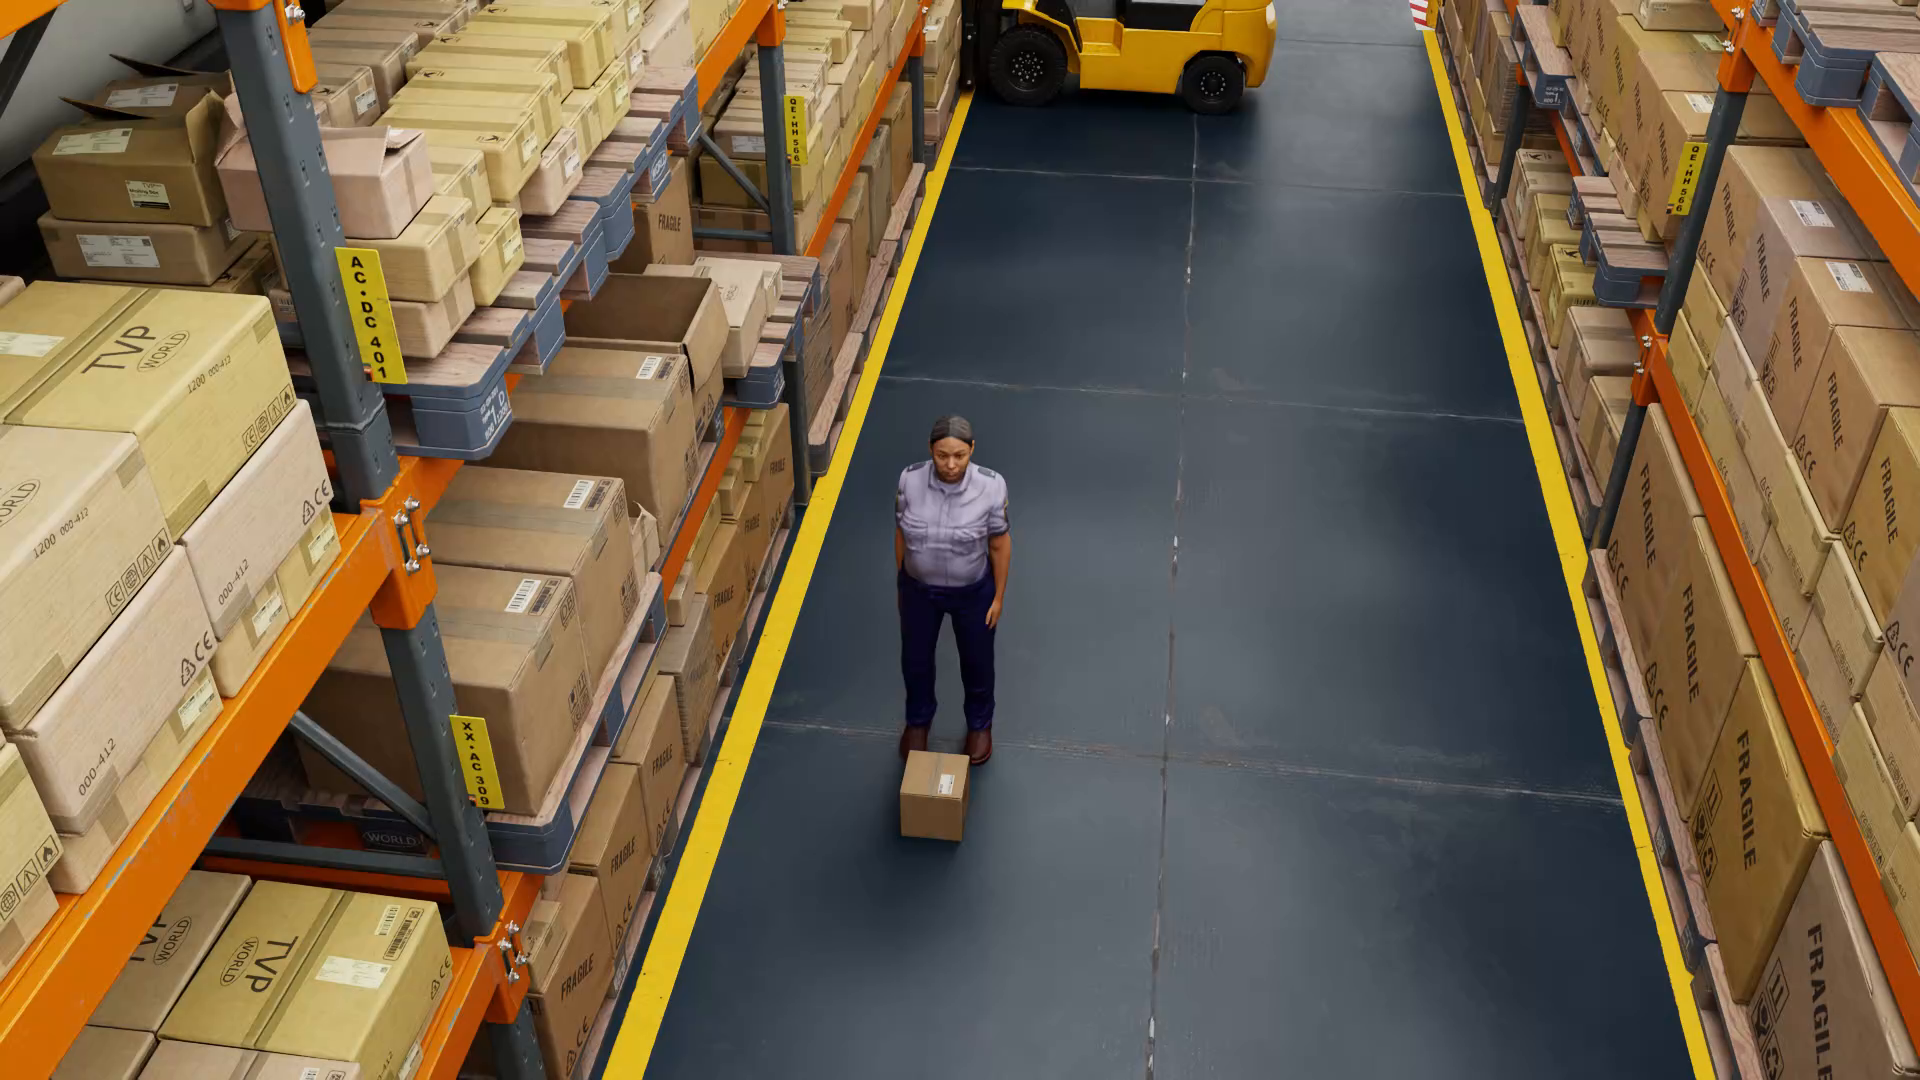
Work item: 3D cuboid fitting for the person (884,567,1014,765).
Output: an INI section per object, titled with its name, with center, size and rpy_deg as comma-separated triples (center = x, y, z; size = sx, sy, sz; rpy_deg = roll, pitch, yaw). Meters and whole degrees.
[person]
center = -0.036, 0.478, 6.835
size = 0.539, 1.141, 0.698
rpy_deg = 4, 37, 6
